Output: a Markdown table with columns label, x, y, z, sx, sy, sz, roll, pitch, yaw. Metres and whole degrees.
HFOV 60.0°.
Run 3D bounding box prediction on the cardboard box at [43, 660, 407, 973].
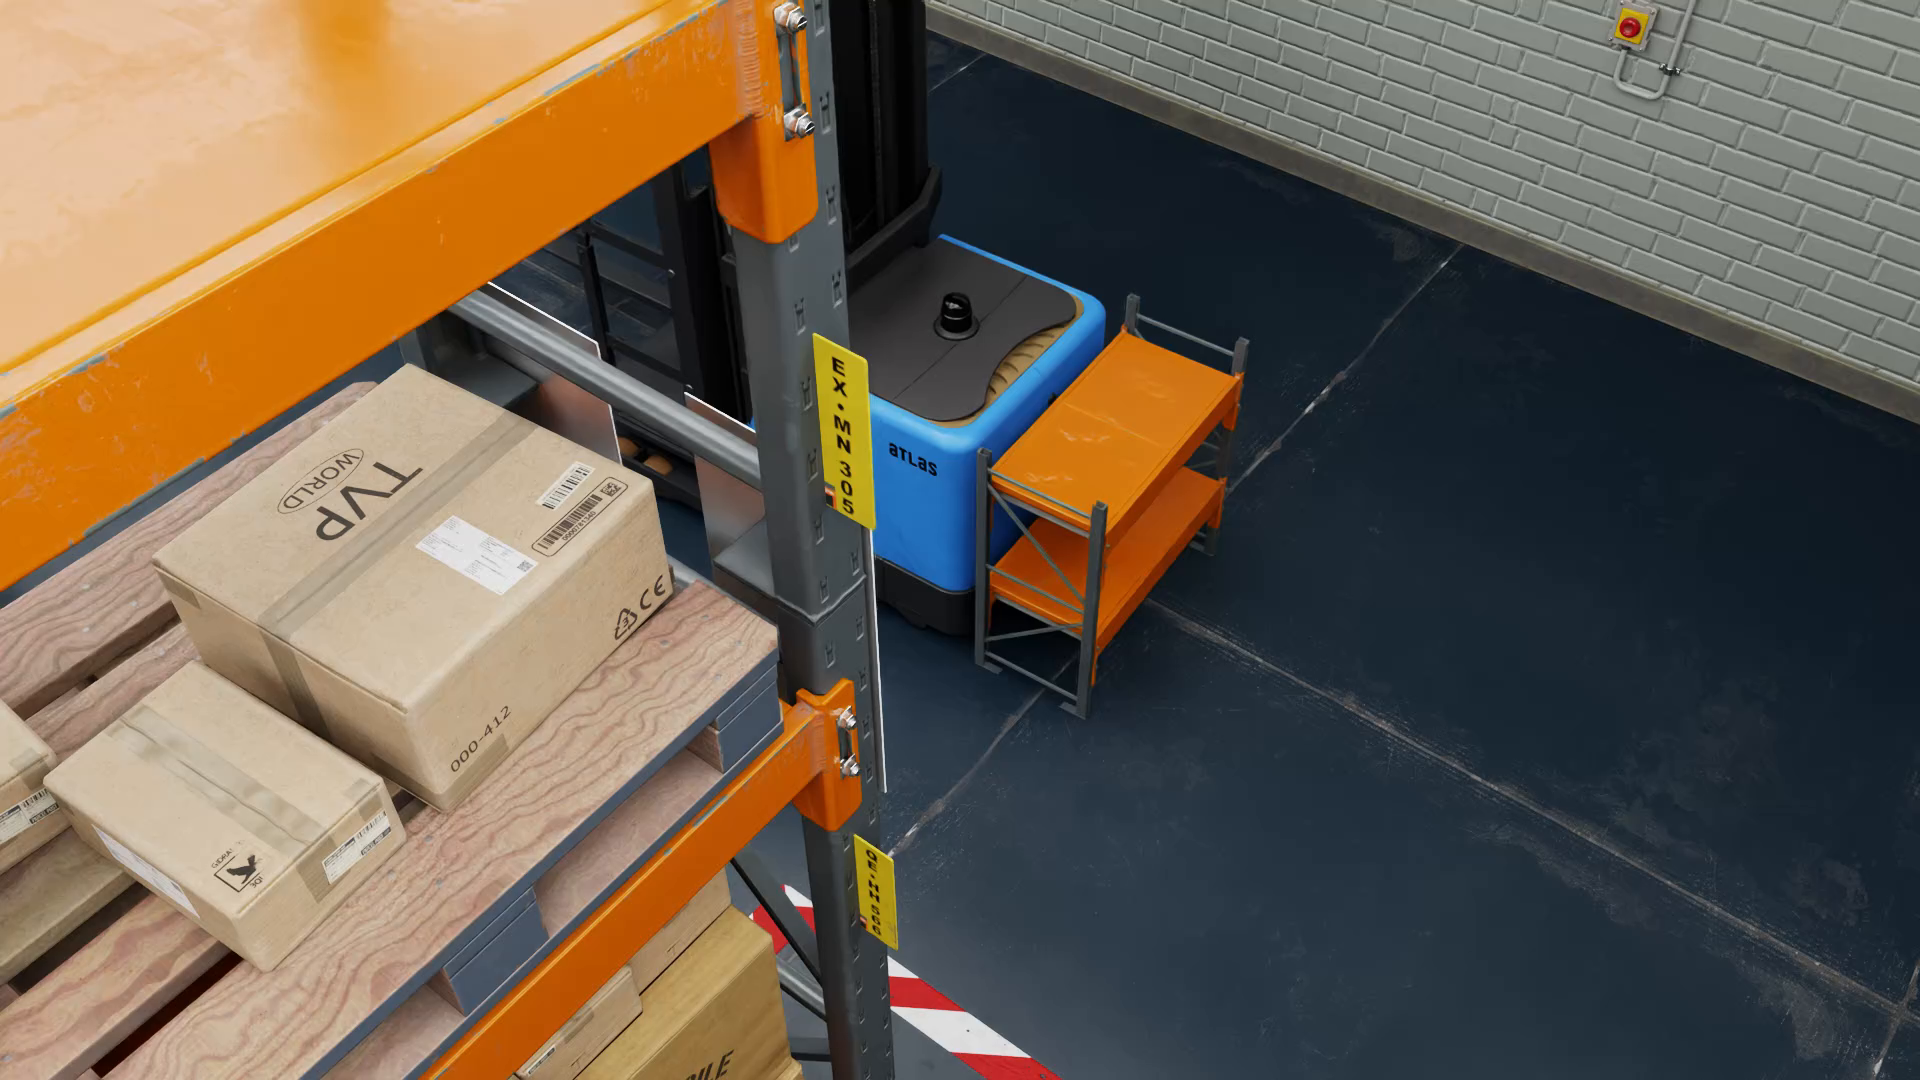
| label | x | y | z | sx | sy | sz | roll | pitch | yaw |
| --- | --- | --- | --- | --- | --- | --- | --- | --- | --- |
| cardboard box | -0.982 | 0.362 | 2.234 | 0.380 | 0.149 | 0.250 | 25 | 51 | 22 |

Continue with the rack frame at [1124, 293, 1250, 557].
| label | x | y | z | sx | sy | sz | roll | pitch | yaw |
| --- | --- | --- | --- | --- | --- | --- | --- | --- | --- |
| rack frame | 0.841 | -0.429 | 6.546 | 0.500 | 1.125 | 0.032 | 26 | 52 | 23 |

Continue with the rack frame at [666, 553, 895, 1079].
| label | x | y | z | sx | sy | sz | roll | pitch | yaw |
| --- | --- | --- | --- | --- | --- | --- | --- | --- | --- |
| rack frame | -0.585 | 0.919 | 3.963 | 1.000 | 3.000 | 0.127 | 29 | 53 | 25 |

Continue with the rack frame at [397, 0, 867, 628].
| label | x | y | z | sx | sy | sz | roll | pitch | yaw |
| --- | --- | --- | --- | --- | --- | --- | --- | --- | --- |
| rack frame | -0.585 | -1.153 | 1.793 | 1.000 | 3.000 | 0.127 | 29 | 53 | 25 |

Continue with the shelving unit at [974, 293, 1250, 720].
| label | x | y | z | sx | sy | sz | roll | pitch | yaw |
| --- | --- | --- | --- | --- | --- | --- | --- | --- | --- |
| shelving unit | 0.556 | -0.124 | 6.255 | 0.538 | 1.125 | 1.048 | 26 | 52 | 23 |

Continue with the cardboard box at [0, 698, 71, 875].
| label | x | y | z | sx | sy | sz | roll | pitch | yaw |
| --- | --- | --- | --- | --- | --- | --- | --- | --- | --- |
| cardboard box | -1.432 | 0.311 | 2.283 | 0.380 | 0.149 | 0.250 | 31 | 54 | 26 |

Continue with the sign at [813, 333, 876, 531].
| label | x | y | z | sx | sy | sz | roll | pitch | yaw |
| --- | --- | --- | --- | --- | --- | --- | --- | --- | --- |
| sign | -0.164 | -0.148 | 2.350 | 0.100 | 0.325 | 0.005 | 29 | 53 | 25 |

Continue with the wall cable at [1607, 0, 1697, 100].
| label | x | y | z | sx | sy | sz | roll | pitch | yaw |
| --- | --- | --- | --- | --- | --- | --- | --- | --- | --- |
| wall cable | 2.844 | -2.680 | 6.676 | 0.585 | 1.953 | 0.123 | 29 | 53 | 25 |

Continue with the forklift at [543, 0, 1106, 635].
| label | x | y | z | sx | sy | sz | roll | pitch | yaw |
| --- | --- | --- | --- | --- | --- | --- | --- | --- | --- |
| forklift | -0.932 | -1.497 | 6.317 | 3.031 | 2.935 | 1.130 | 27 | 52 | 23 |

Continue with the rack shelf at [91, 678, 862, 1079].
| label | x | y | z | sx | sy | sz | roll | pitch | yaw |
| --- | --- | --- | --- | --- | --- | --- | --- | --- | --- |
| rack shelf | -1.808 | 1.276 | 2.045 | 1.077 | 0.370 | 4.000 | 29 | 53 | 25 |

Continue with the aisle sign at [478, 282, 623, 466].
| label | x | y | z | sx | sy | sz | roll | pitch | yaw |
| --- | --- | --- | --- | --- | --- | --- | --- | --- | --- |
| aisle sign | -0.771 | -0.149 | 3.184 | 0.394 | 0.787 | 0.004 | 29 | 53 | 25 |

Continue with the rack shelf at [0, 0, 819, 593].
| label | x | y | z | sx | sy | sz | roll | pitch | yaw |
| --- | --- | --- | --- | --- | --- | --- | --- | --- | --- |
| rack shelf | -1.808 | 0.378 | 1.105 | 1.077 | 0.370 | 4.000 | 29 | 53 | 25 |

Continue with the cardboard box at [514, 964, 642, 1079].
| label | x | y | z | sx | sy | sz | roll | pitch | yaw |
| --- | --- | --- | --- | --- | --- | --- | --- | --- | --- |
| cardboard box | -0.782 | 0.765 | 2.901 | 0.380 | 0.149 | 0.250 | 30 | 53 | 26 |

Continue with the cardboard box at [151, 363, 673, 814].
| label | x | y | z | sx | sy | sz | roll | pitch | yaw |
| --- | --- | --- | --- | --- | --- | --- | --- | --- | --- |
| cardboard box | -0.789 | 0.052 | 2.460 | 0.500 | 0.250 | 0.500 | 25 | 51 | 22 |

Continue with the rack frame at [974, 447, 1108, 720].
| label | x | y | z | sx | sy | sz | roll | pitch | yaw |
| --- | --- | --- | --- | --- | --- | --- | --- | --- | --- |
| rack frame | 0.272 | 0.181 | 5.964 | 0.500 | 1.125 | 0.032 | 26 | 52 | 23 |

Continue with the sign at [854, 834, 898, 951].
| label | x | y | z | sx | sy | sz | roll | pitch | yaw |
| --- | --- | --- | --- | --- | --- | --- | --- | --- | --- |
| sign | -0.164 | 0.685 | 3.221 | 0.100 | 0.325 | 0.005 | 29 | 53 | 25 |

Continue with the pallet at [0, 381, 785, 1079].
| label | x | y | z | sx | sy | sz | roll | pitch | yaw |
| --- | --- | --- | --- | --- | --- | --- | --- | --- | --- |
| pallet | -1.030 | 0.342 | 2.500 | 1.003 | 0.211 | 1.213 | 29 | 53 | 25 |

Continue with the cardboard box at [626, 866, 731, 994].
| label | x | y | z | sx | sy | sz | roll | pitch | yaw |
| --- | --- | --- | --- | --- | --- | --- | --- | --- | --- |
| cardboard box | -0.646 | 0.609 | 3.050 | 0.380 | 0.149 | 0.250 | 30 | 53 | 25 |

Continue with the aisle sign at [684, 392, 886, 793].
| label | x | y | z | sx | sy | sz | roll | pitch | yaw |
| --- | --- | --- | --- | --- | --- | --- | --- | --- | --- |
| aisle sign | -0.296 | 0.117 | 2.931 | 0.394 | 0.787 | 0.004 | 29 | 53 | 25 |

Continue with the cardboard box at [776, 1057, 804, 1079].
| label | x | y | z | sx | sy | sz | roll | pitch | yaw |
| --- | --- | --- | --- | --- | --- | --- | --- | --- | --- |
| cardboard box | -0.671 | 1.277 | 3.551 | 0.500 | 0.500 | 0.500 | 29 | 53 | 25 |

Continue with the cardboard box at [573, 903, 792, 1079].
| label | x | y | z | sx | sy | sz | roll | pitch | yaw |
| --- | --- | --- | --- | --- | --- | --- | --- | --- | --- |
| cardboard box | -0.691 | 0.920 | 3.201 | 0.500 | 0.500 | 0.500 | 31 | 54 | 26 |

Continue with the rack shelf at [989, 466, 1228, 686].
| label | x | y | z | sx | sy | sz | roll | pitch | yaw |
| --- | --- | --- | --- | --- | --- | --- | --- | --- | --- |
| rack shelf | 0.556 | 0.045 | 6.432 | 0.538 | 0.278 | 1.000 | 26 | 52 | 23 |

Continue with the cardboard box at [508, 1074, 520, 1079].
| label | x | y | z | sx | sy | sz | roll | pitch | yaw |
| --- | --- | --- | --- | --- | --- | --- | --- | --- | --- |
| cardboard box | -0.873 | 0.950 | 2.724 | 0.380 | 0.149 | 0.250 | 29 | 53 | 25 |

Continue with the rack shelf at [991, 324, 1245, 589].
| label | x | y | z | sx | sy | sz | roll | pitch | yaw |
| --- | --- | --- | --- | --- | --- | --- | --- | --- | --- |
| rack shelf | 0.556 | -0.326 | 6.044 | 0.538 | 0.278 | 1.000 | 26 | 52 | 23 |
